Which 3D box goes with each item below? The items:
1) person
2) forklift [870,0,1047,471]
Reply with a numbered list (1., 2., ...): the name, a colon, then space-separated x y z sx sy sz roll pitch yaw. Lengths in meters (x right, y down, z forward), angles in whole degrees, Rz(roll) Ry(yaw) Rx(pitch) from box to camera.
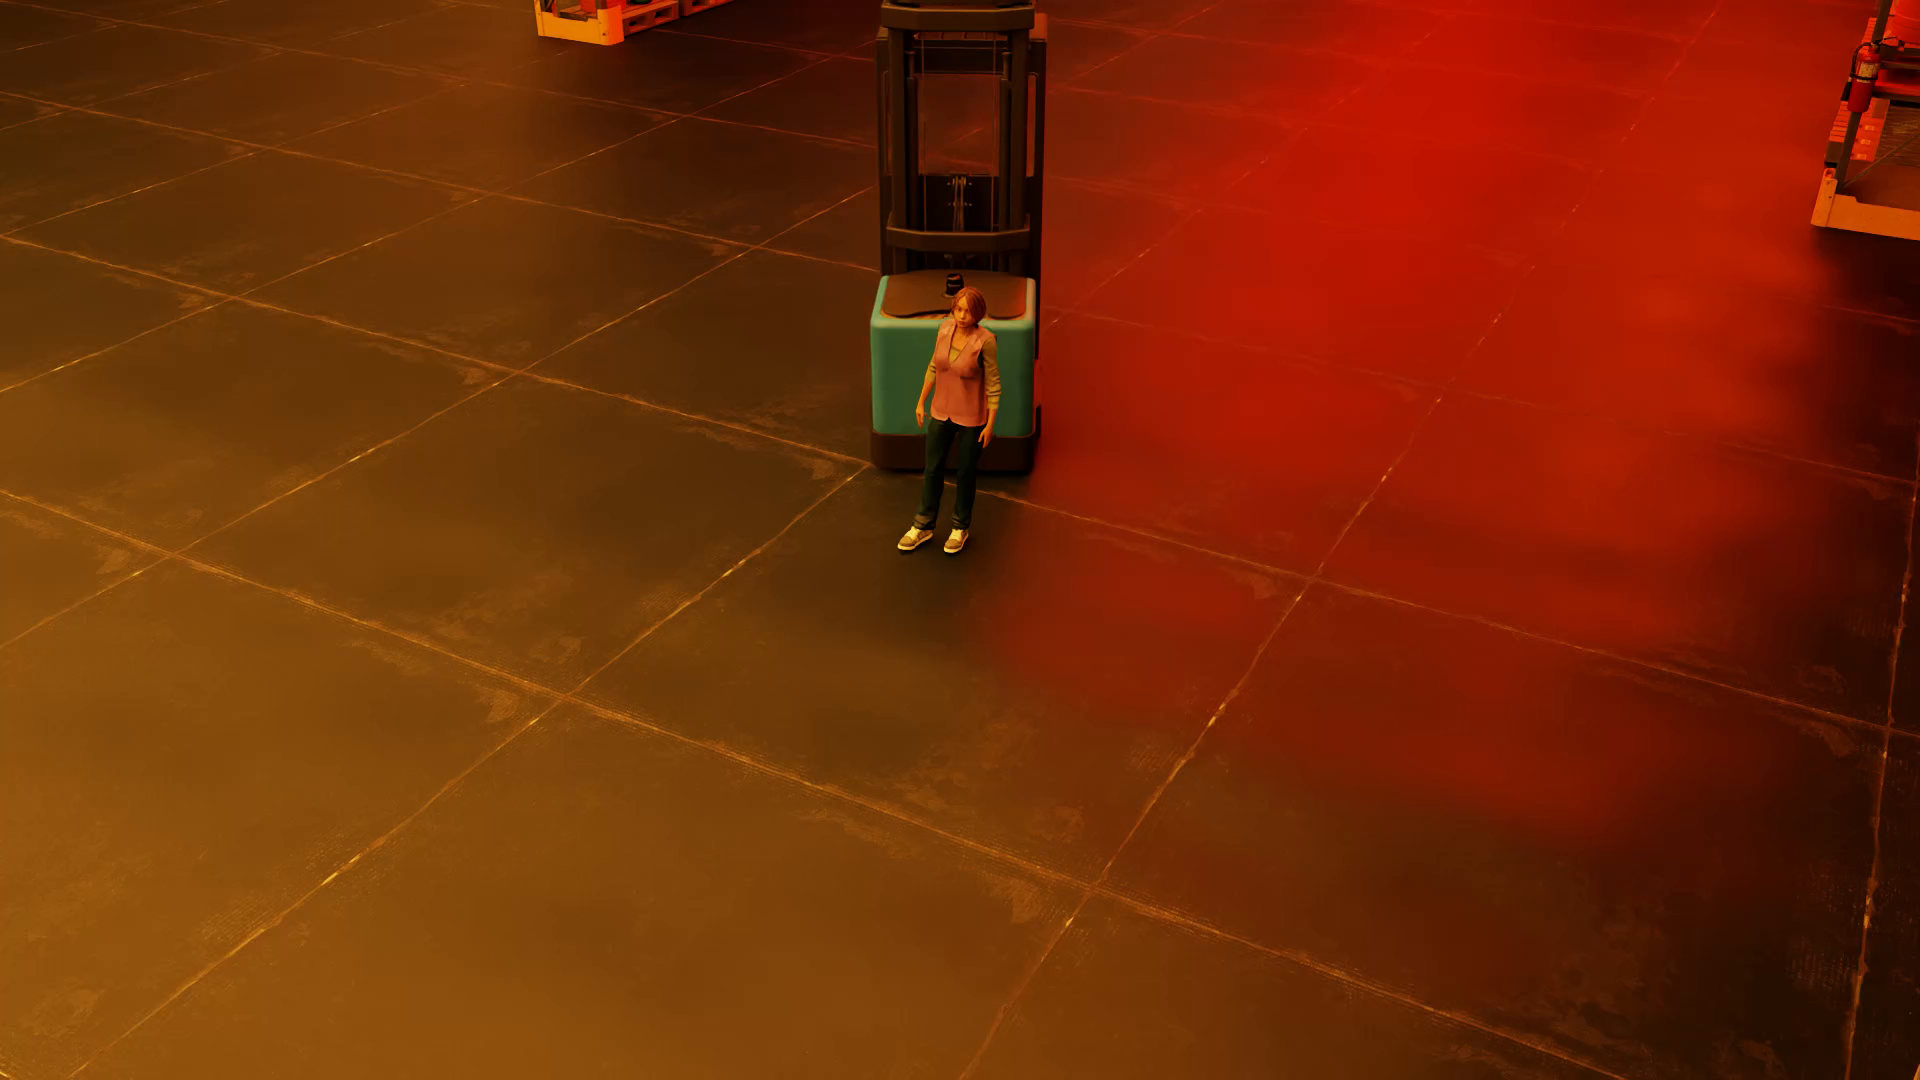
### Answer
1. person: -0.048 -0.669 9.550 0.519 1.598 0.475 15 33 25
2. forklift: 0.019 -2.414 11.253 1.130 2.935 3.031 1 30 2
